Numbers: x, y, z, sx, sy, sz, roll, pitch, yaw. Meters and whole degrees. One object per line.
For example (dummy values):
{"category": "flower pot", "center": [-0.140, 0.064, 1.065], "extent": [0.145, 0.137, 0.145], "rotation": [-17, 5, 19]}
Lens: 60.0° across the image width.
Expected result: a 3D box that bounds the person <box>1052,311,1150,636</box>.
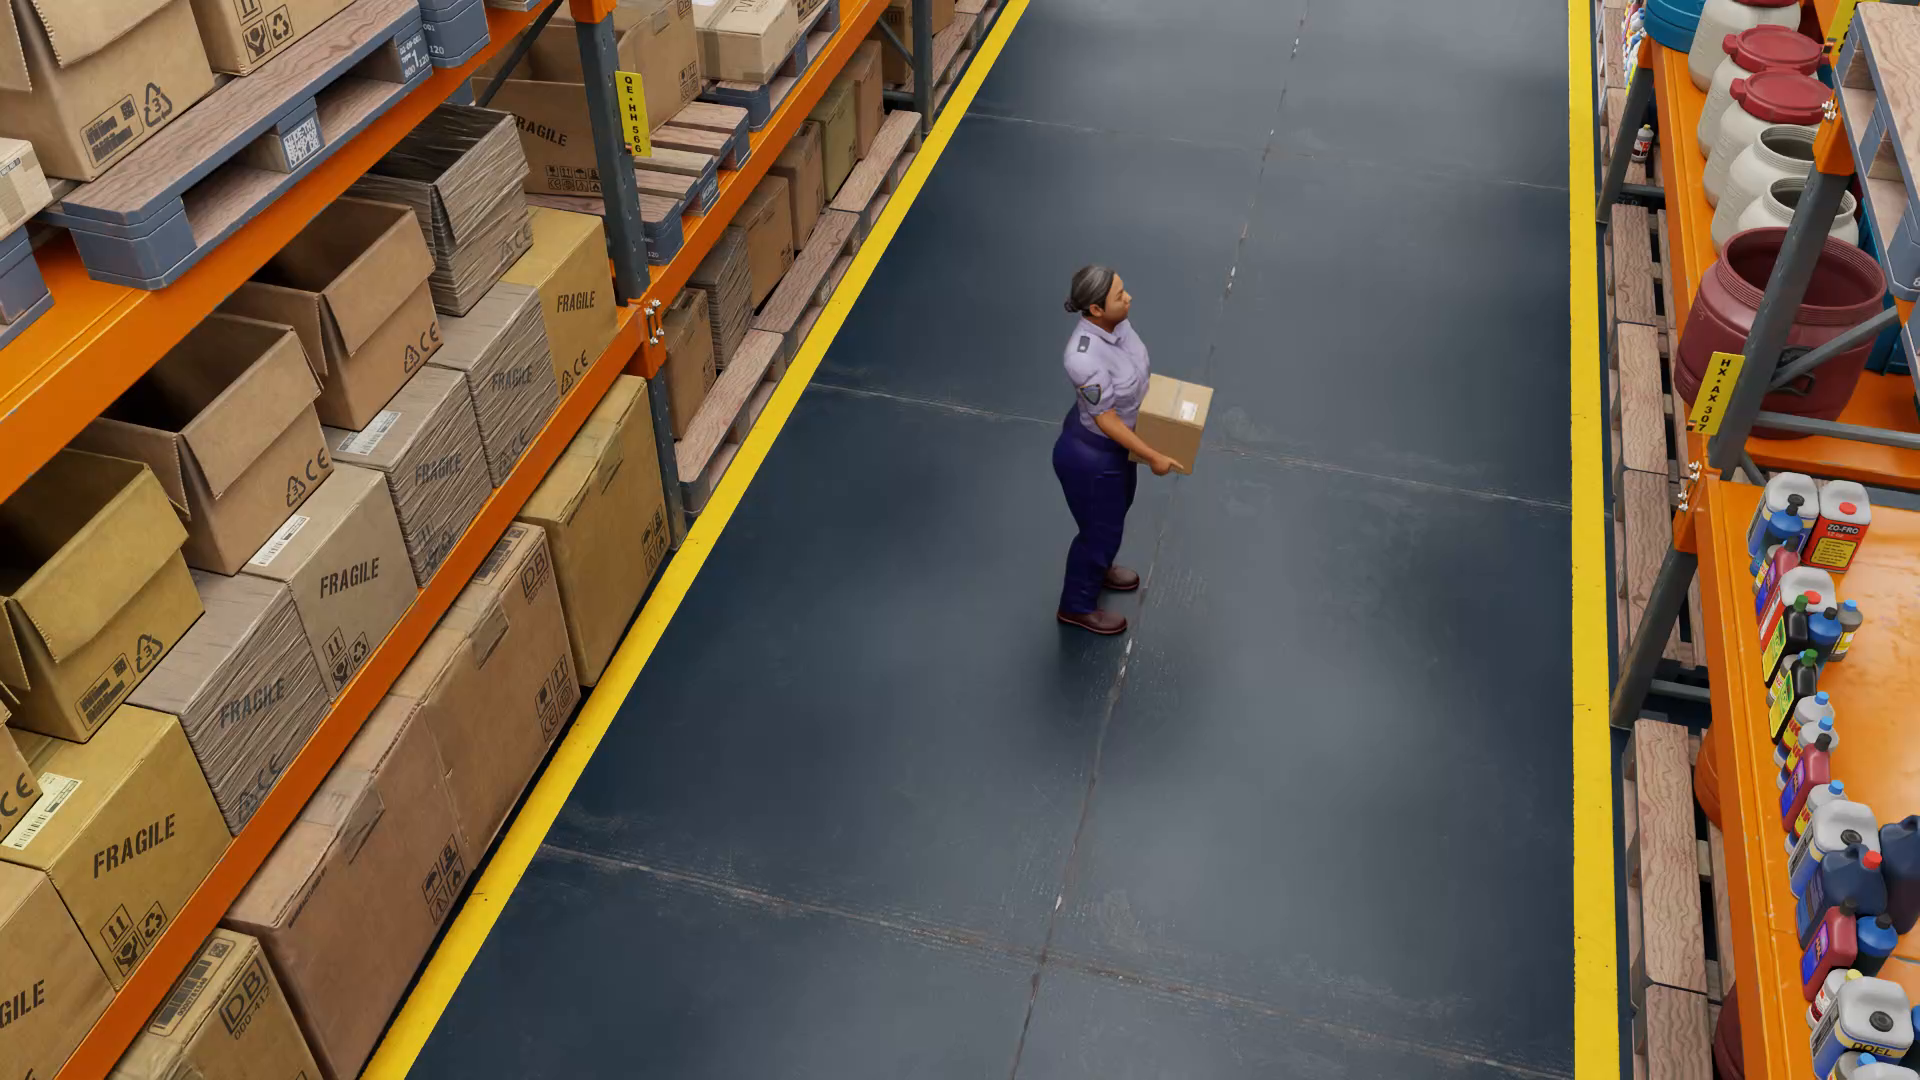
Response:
{"category": "person", "center": [0.568, -0.289, 6.661], "extent": [0.362, 1.432, 0.451], "rotation": [10, 42, 11]}
